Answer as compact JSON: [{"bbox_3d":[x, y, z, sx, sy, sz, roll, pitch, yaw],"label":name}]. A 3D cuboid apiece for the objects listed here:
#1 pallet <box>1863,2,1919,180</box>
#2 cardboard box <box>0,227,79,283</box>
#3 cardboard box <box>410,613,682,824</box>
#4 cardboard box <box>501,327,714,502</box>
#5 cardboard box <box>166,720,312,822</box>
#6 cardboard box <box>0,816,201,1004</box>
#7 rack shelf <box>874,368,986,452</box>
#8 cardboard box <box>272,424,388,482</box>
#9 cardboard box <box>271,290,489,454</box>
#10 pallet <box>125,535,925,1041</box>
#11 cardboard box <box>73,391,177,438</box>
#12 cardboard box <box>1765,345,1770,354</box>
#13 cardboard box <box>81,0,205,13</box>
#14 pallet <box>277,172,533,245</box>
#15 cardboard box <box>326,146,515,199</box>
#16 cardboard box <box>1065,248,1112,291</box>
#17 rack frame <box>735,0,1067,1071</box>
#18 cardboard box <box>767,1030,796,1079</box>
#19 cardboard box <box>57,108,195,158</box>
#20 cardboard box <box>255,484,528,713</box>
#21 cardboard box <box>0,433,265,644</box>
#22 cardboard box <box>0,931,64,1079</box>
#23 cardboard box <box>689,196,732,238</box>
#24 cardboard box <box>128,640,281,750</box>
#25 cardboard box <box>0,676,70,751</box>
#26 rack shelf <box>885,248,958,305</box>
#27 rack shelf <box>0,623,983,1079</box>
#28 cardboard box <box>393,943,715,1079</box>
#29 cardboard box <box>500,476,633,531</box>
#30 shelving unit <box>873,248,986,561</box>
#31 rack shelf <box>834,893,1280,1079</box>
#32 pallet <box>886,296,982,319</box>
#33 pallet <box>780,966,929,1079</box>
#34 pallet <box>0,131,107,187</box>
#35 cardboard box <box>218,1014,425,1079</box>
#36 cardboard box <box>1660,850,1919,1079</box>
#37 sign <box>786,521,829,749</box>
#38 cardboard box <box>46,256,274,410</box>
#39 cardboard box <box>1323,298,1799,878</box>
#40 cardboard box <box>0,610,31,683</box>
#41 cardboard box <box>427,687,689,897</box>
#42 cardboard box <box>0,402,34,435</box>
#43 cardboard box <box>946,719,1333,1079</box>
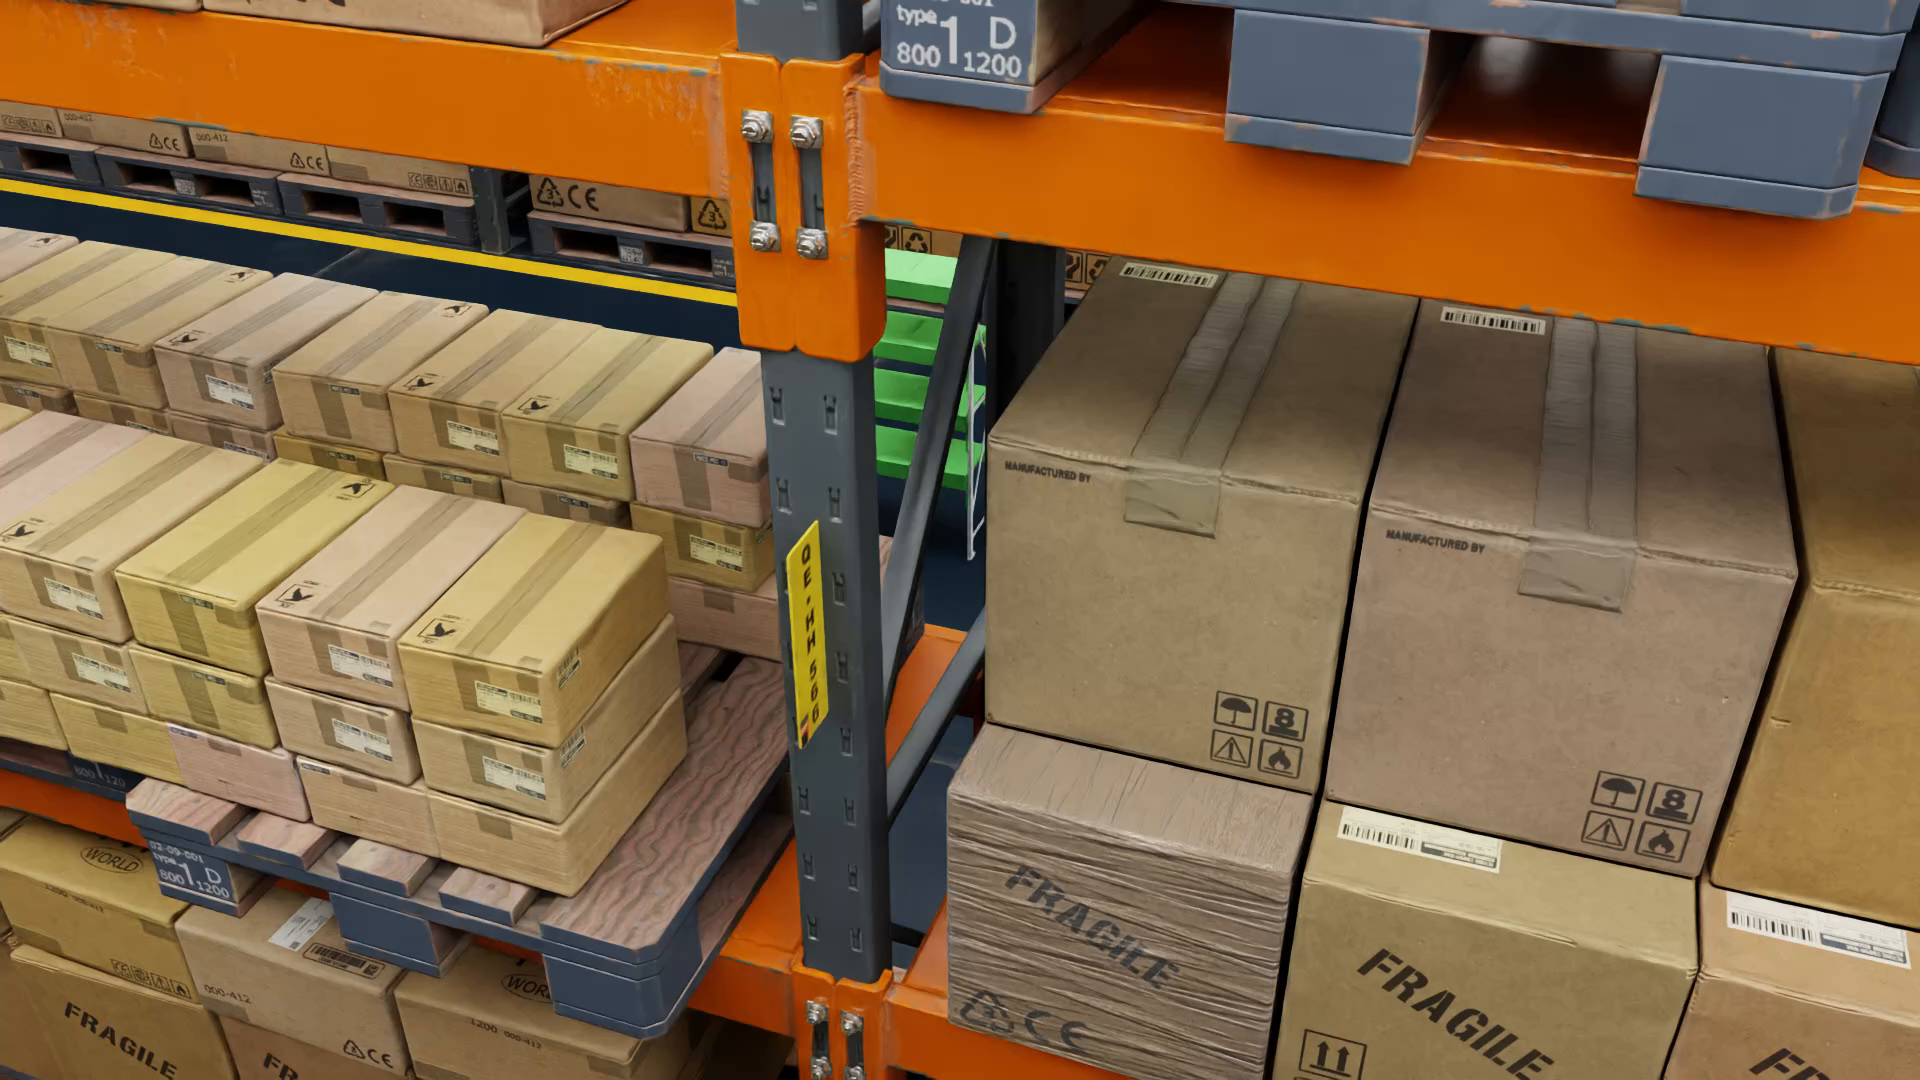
[{"bbox_3d":[1.645,-0.580,1.791,1.213,0.211,1.003,13,35,19],"label":"pallet"},{"bbox_3d":[-2.127,-0.533,3.606,0.250,0.149,0.380,9,34,14],"label":"cardboard box"},{"bbox_3d":[-0.651,0.253,2.662,0.250,0.149,0.380,12,35,17],"label":"cardboard box"},{"bbox_3d":[-0.656,-0.245,3.160,0.250,0.149,0.380,10,34,15],"label":"cardboard box"},{"bbox_3d":[-1.127,0.288,2.884,0.250,0.149,0.380,12,35,17],"label":"cardboard box"},{"bbox_3d":[-1.717,0.687,3.647,0.500,0.250,0.500,12,35,18],"label":"cardboard box"},{"bbox_3d":[-0.156,-0.481,6.006,0.480,0.148,0.258,11,34,16],"label":"rack shelf"},{"bbox_3d":[-1.166,-0.221,3.398,0.250,0.149,0.380,11,34,17],"label":"cardboard box"},{"bbox_3d":[-1.135,-0.341,3.308,0.250,0.149,0.380,10,34,14],"label":"cardboard box"},{"bbox_3d":[-0.739,0.312,3.179,1.003,0.211,1.213,11,34,16],"label":"pallet"},{"bbox_3d":[-1.632,-0.315,3.542,0.250,0.149,0.380,11,34,16],"label":"cardboard box"},{"bbox_3d":[3.480,-0.930,6.961,0.625,0.372,0.950,12,35,18],"label":"cardboard box"},{"bbox_3d":[-1.131,-1.055,2.260,0.500,0.500,0.500,11,34,16],"label":"cardboard box"},{"bbox_3d":[-2.912,-1.978,9.120,1.213,0.211,1.003,11,34,16],"label":"pallet"},{"bbox_3d":[-2.778,-2.241,8.930,0.875,0.438,0.875,11,34,16],"label":"cardboard box"},{"bbox_3d":[0.920,-1.691,7.676,0.875,0.875,0.875,11,34,16],"label":"cardboard box"},{"bbox_3d":[-0.032,0.307,3.009,0.127,3.000,1.000,11,34,16],"label":"rack frame"},{"bbox_3d":[-0.612,0.921,3.975,0.500,0.500,0.500,10,34,14],"label":"cardboard box"},{"bbox_3d":[-4.469,-2.570,9.440,0.875,0.438,0.875,12,35,18],"label":"cardboard box"},{"bbox_3d":[-0.884,0.084,2.651,0.250,0.149,0.380,11,34,16],"label":"cardboard box"},{"bbox_3d":[-1.383,-0.011,2.798,0.250,0.149,0.380,12,35,18],"label":"cardboard box"},{"bbox_3d":[-2.195,0.905,4.001,0.500,0.500,0.500,12,35,17],"label":"cardboard box"},{"bbox_3d":[-0.759,-2.021,8.186,0.875,0.875,0.875,12,35,18],"label":"cardboard box"},{"bbox_3d":[-1.152,0.159,2.809,0.250,0.149,0.380,12,35,18],"label":"cardboard box"},{"bbox_3d":[-1.615,0.192,3.032,0.250,0.149,0.380,10,34,14],"label":"cardboard box"},{"bbox_3d":[-0.156,-0.884,5.746,0.480,0.148,0.258,11,34,16],"label":"rack shelf"},{"bbox_3d":[-1.915,0.243,3.771,4.000,0.370,1.077,11,34,16],"label":"rack shelf"},{"bbox_3d":[-0.765,0.875,3.356,0.500,0.250,0.500,10,34,15],"label":"cardboard box"},{"bbox_3d":[-0.676,-0.128,3.253,0.250,0.149,0.380,13,35,19],"label":"cardboard box"},{"bbox_3d":[-0.156,-0.534,5.971,0.503,1.200,0.258,11,34,16],"label":"shelving unit"},{"bbox_3d":[1.850,0.975,2.637,4.000,0.370,1.077,11,34,16],"label":"rack shelf"},{"bbox_3d":[-0.319,-1.474,8.339,1.213,0.211,1.003,11,34,16],"label":"pallet"},{"bbox_3d":[-0.768,1.335,3.988,1.213,0.211,1.003,11,34,16],"label":"pallet"},{"bbox_3d":[-5.209,-2.425,9.811,1.213,0.211,1.003,11,34,16],"label":"pallet"},{"bbox_3d":[-1.228,1.097,3.703,0.500,0.500,0.500,12,35,18],"label":"cardboard box"},{"bbox_3d":[1.253,0.669,2.356,0.500,0.500,0.500,11,34,16],"label":"cardboard box"},{"bbox_3d":[-0.207,0.133,2.284,0.005,0.325,0.100,11,34,16],"label":"sign"},{"bbox_3d":[-1.640,-0.437,3.457,0.250,0.149,0.380,12,35,18],"label":"cardboard box"},{"bbox_3d":[0.863,0.024,2.433,0.500,0.500,0.700,11,34,16],"label":"cardboard box"},{"bbox_3d":[-1.620,0.066,2.953,0.250,0.149,0.380,11,34,16],"label":"cardboard box"},{"bbox_3d":[-0.652,0.381,2.739,0.250,0.149,0.380,12,35,17],"label":"cardboard box"},{"bbox_3d":[-1.865,-0.107,2.946,0.250,0.149,0.380,13,35,19],"label":"cardboard box"},{"bbox_3d":[0.299,0.485,2.641,0.500,0.500,0.500,11,35,17],"label":"cardboard box"}]
